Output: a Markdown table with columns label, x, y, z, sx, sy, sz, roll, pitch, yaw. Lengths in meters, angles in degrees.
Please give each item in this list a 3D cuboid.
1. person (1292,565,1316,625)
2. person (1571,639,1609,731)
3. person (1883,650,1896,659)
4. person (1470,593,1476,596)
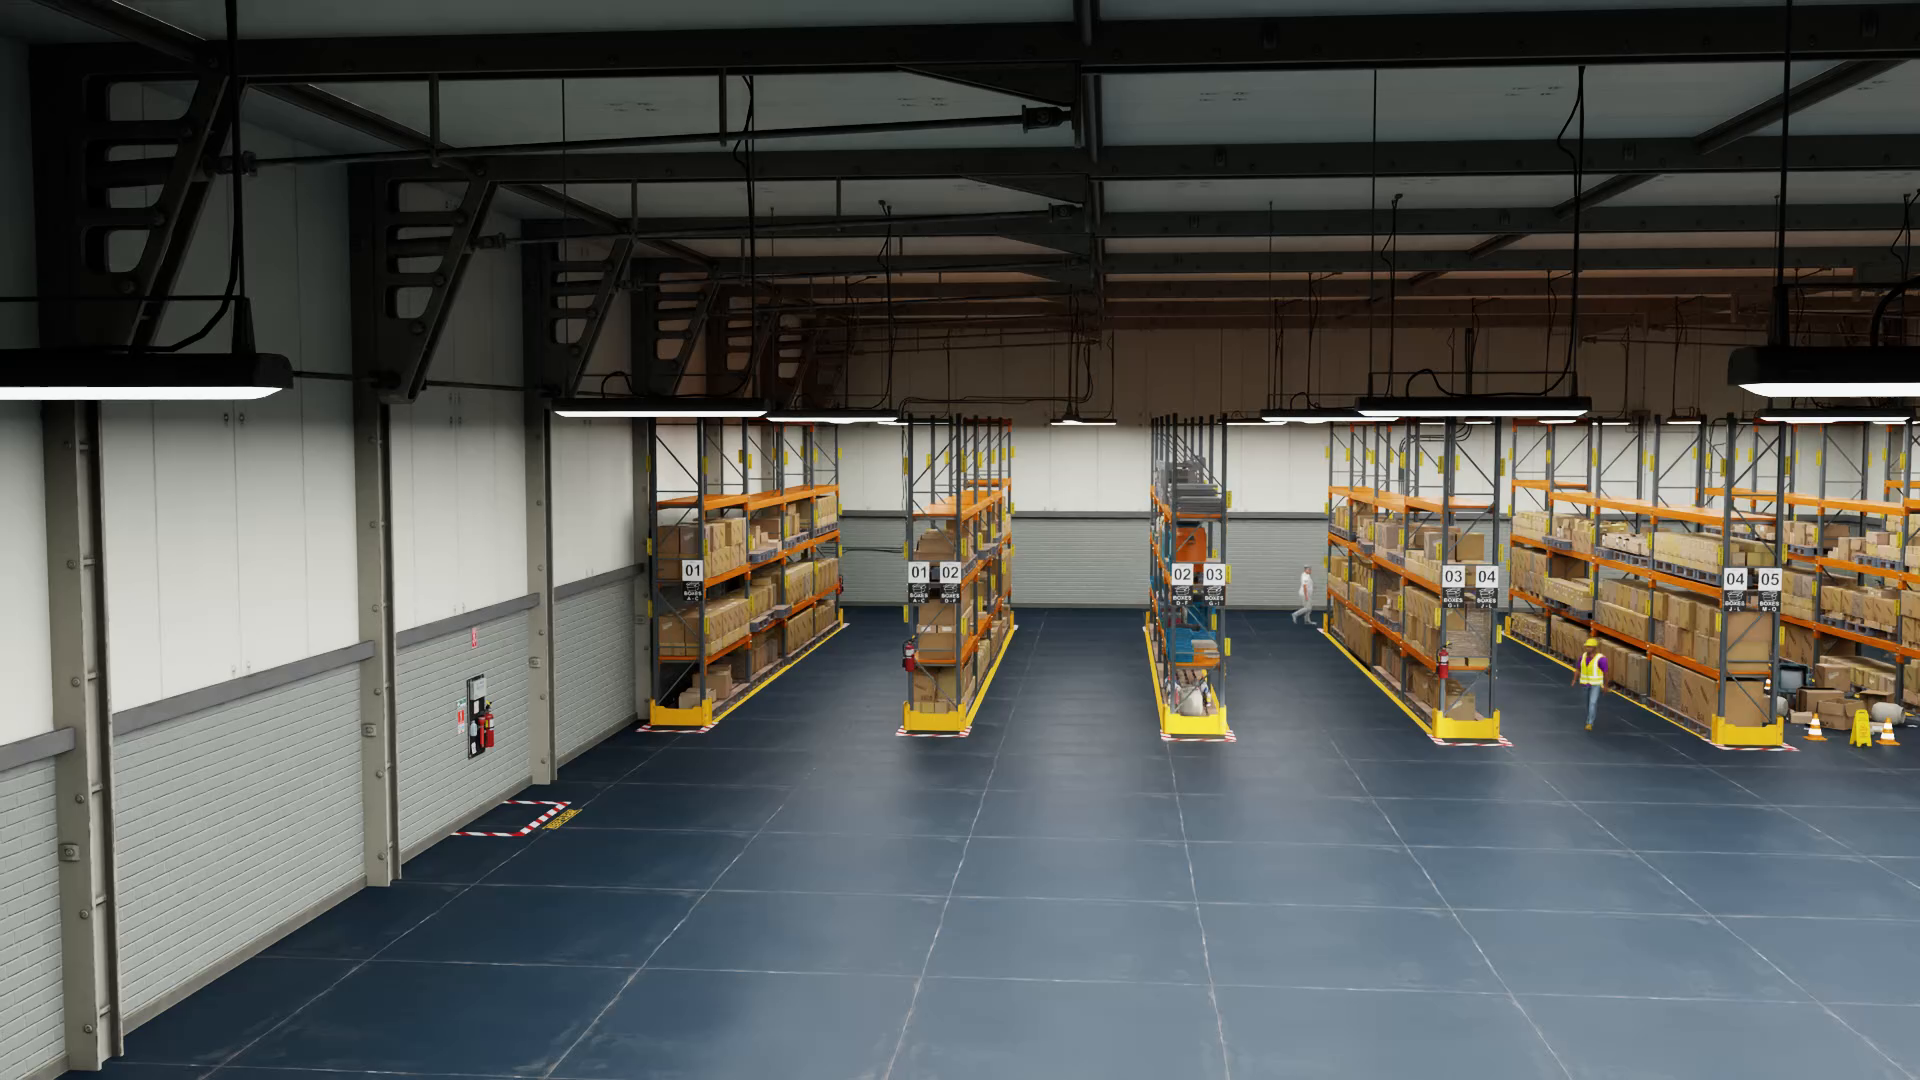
| label | x | y | z | sx | sy | sz | roll | pitch | yaw |
| --- | --- | --- | --- | --- | --- | --- | --- | --- | --- |
| person | 9.982 | 1.598 | 48.222 | 0.675 | 1.737 | 0.585 | 1 | 4 | 14 |
| person | 11.989 | 2.725 | 31.618 | 0.658 | 1.709 | 1.116 | 3 | 5 | 37 |
| person | 23.144 | 2.062 | 41.089 | 0.528 | 1.756 | 0.539 | -1 | 4 | -21 |
| person | 14.585 | 1.731 | 46.925 | 0.563 | 1.624 | 0.461 | -3 | 5 | -42 |
